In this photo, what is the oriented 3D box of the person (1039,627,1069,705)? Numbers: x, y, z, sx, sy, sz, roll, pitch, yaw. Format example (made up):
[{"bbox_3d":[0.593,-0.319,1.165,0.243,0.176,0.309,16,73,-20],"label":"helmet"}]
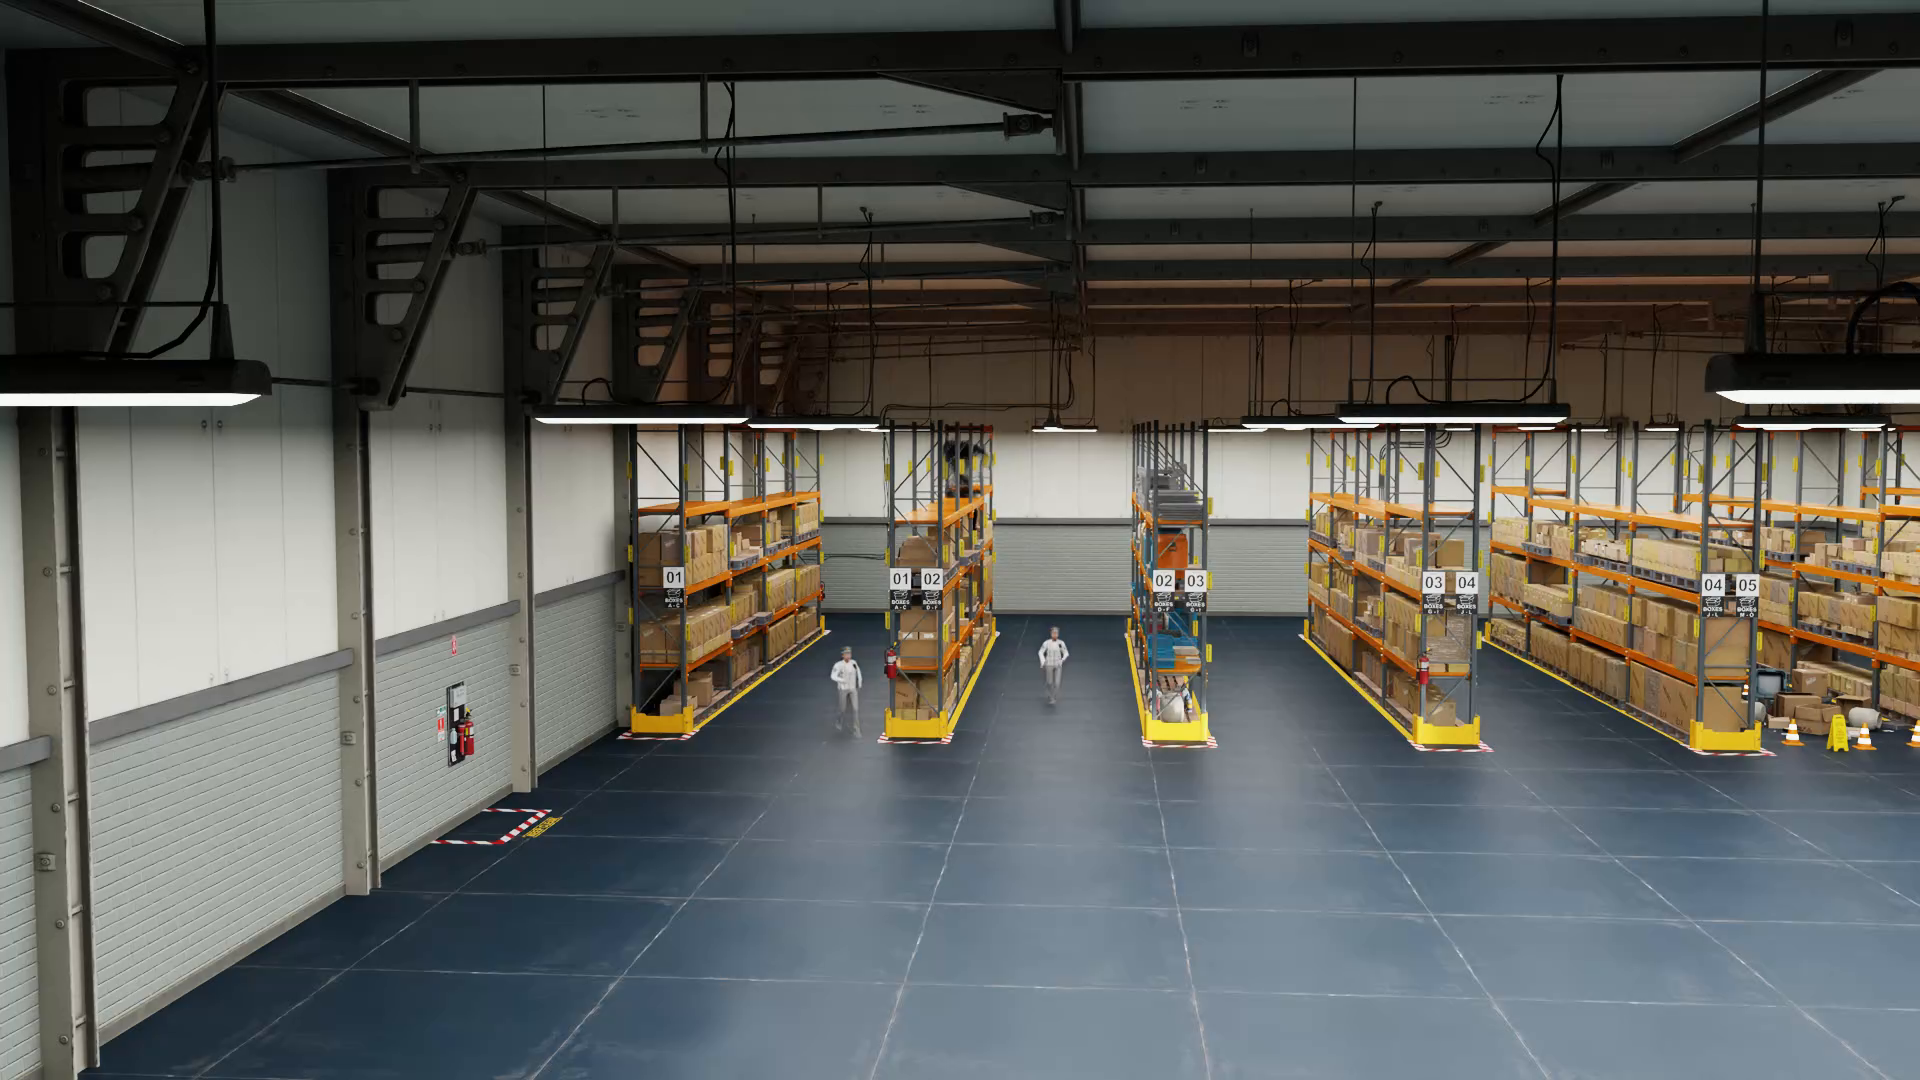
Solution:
[{"bbox_3d":[2.004,2.668,35.392,0.629,1.652,0.555,0,4,-1],"label":"person"}]

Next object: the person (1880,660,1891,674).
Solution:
[{"bbox_3d":[20.986,2.471,37.728,0.658,1.772,1.075,0,4,4],"label":"person"}]

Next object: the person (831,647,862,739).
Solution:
[{"bbox_3d":[-2.157,2.876,31.627,0.643,1.742,0.830,-1,4,-22],"label":"person"}]
